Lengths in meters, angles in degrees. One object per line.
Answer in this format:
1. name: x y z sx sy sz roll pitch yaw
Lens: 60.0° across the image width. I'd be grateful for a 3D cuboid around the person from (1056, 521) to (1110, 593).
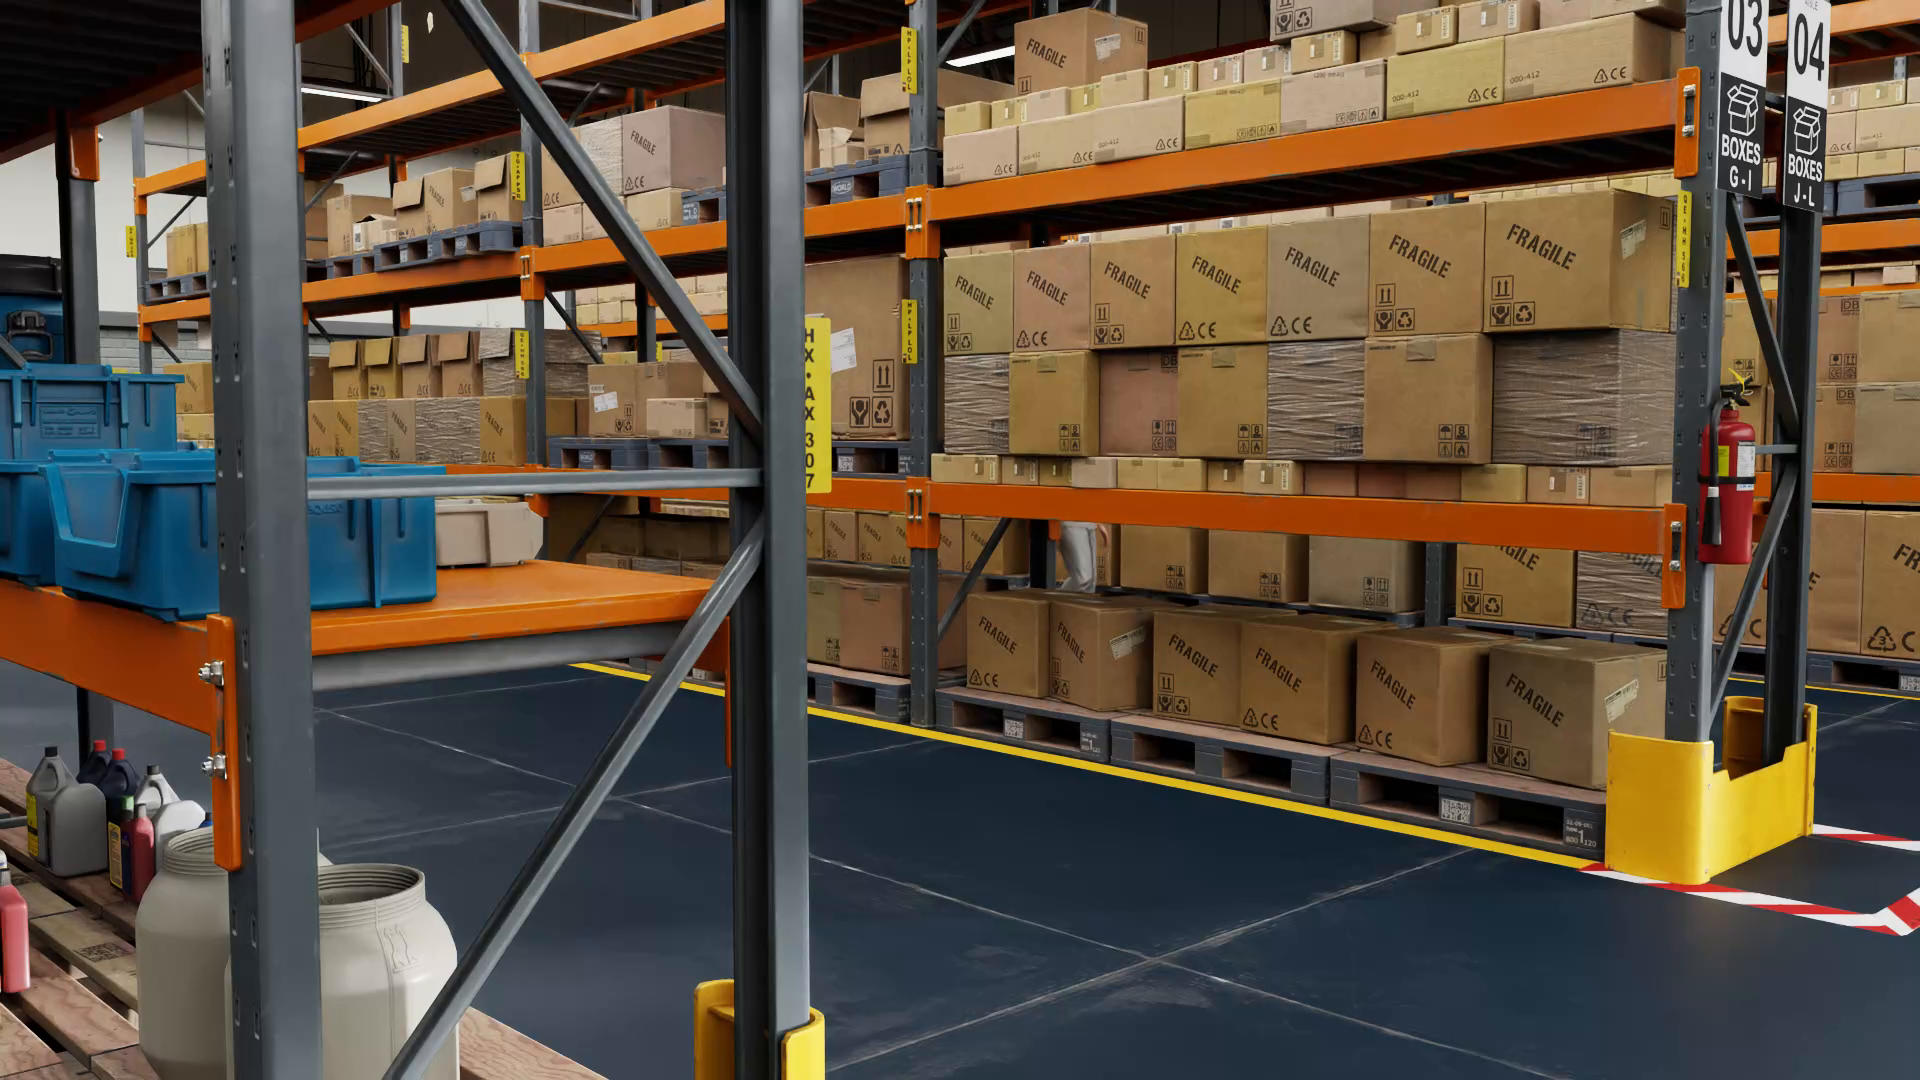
1. person: 0.801 -0.058 11.582 0.428 1.660 0.495 3 5 32
